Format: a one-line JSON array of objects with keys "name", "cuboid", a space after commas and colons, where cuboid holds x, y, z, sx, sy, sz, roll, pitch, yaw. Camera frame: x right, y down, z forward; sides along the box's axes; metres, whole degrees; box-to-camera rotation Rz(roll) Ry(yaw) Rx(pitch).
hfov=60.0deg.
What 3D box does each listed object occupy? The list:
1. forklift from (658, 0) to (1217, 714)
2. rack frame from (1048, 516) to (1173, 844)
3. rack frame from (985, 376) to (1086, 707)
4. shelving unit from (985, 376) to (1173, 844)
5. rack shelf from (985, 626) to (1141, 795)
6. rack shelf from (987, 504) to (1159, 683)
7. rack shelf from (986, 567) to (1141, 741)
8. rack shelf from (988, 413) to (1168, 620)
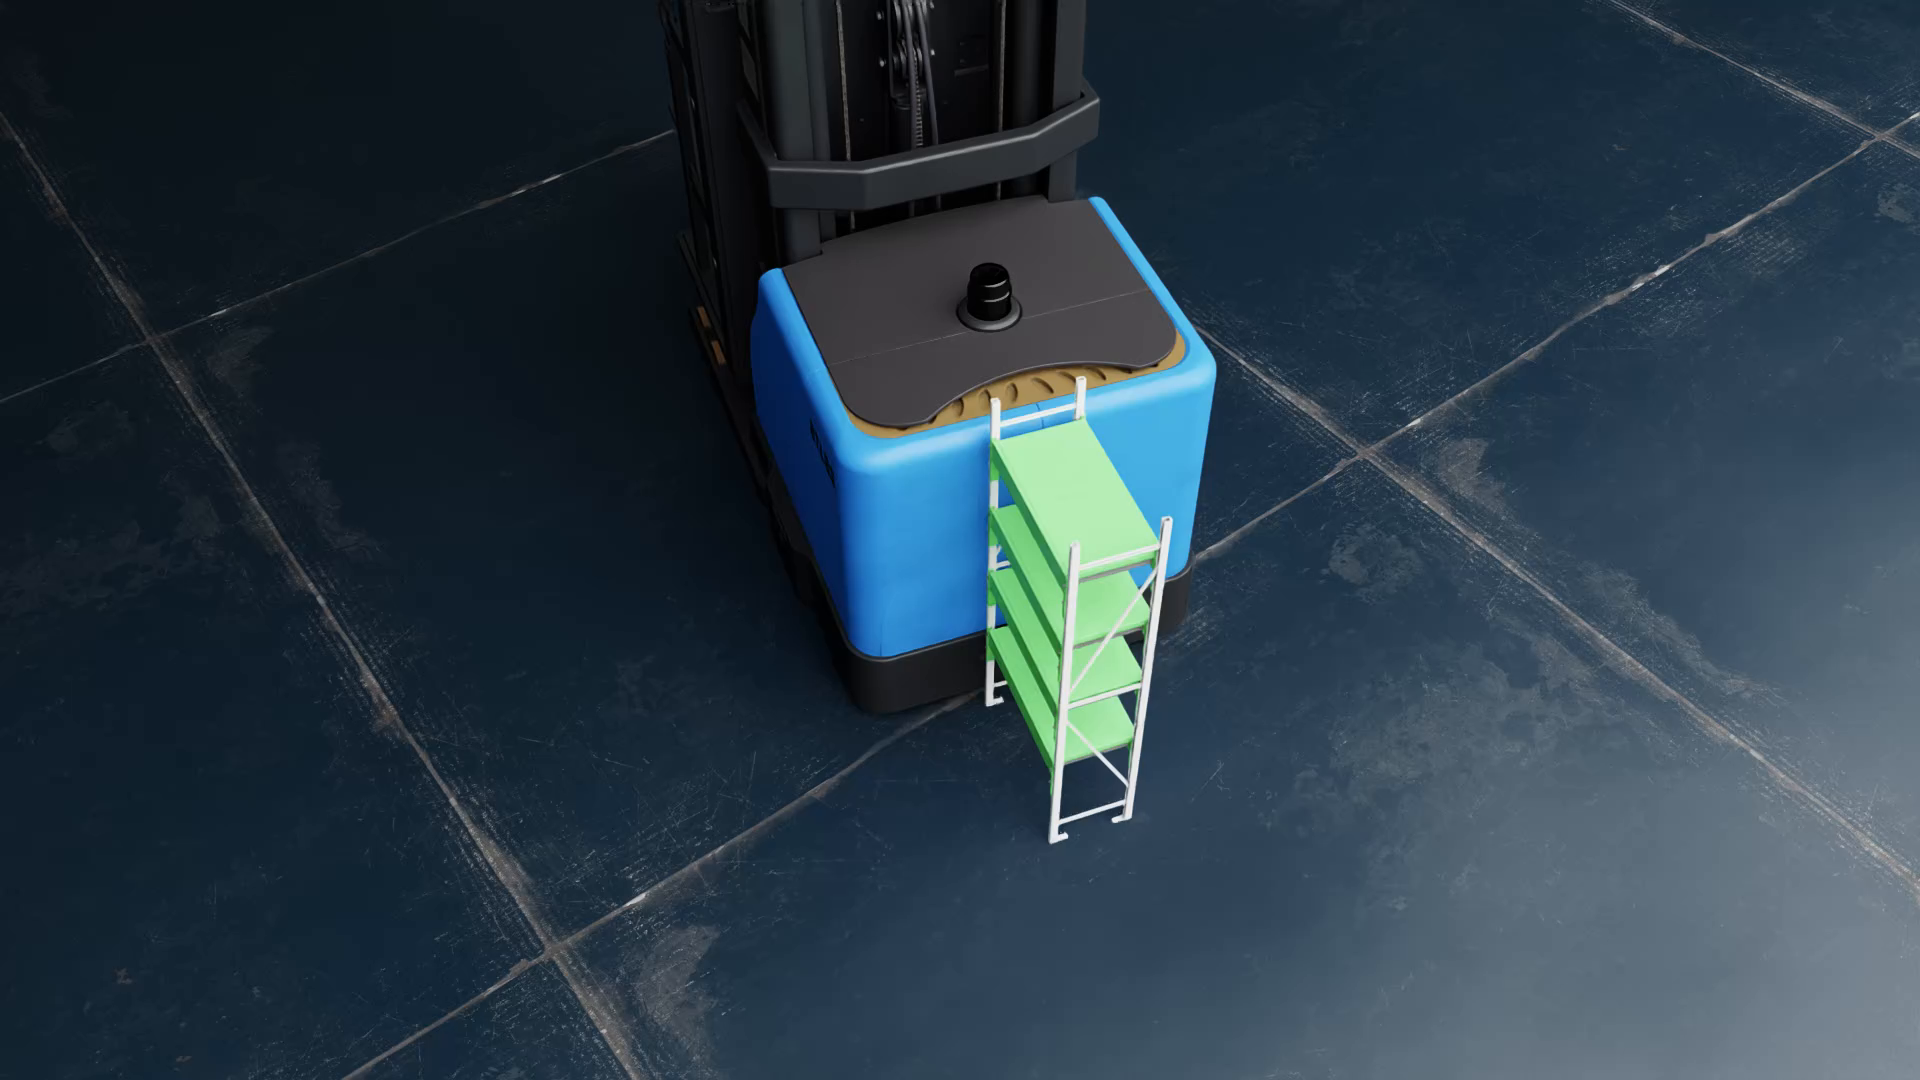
[{"name": "forklift", "cuboid": [-0.307, -1.609, 4.730, 1.130, 2.935, 3.031, -15, 50, -13]}, {"name": "rack frame", "cuboid": [0.354, 0.385, 4.091, 0.240, 1.200, 0.015, -15, 50, -13]}, {"name": "rack frame", "cuboid": [0.187, 0.045, 4.399, 0.240, 1.200, 0.015, -15, 50, -13]}, {"name": "shelving unit", "cuboid": [0.271, 0.215, 4.245, 0.258, 1.200, 0.503, -15, 50, -13]}, {"name": "rack shelf", "cuboid": [0.271, 0.419, 4.470, 0.258, 0.148, 0.480, -15, 50, -13]}, {"name": "rack shelf", "cuboid": [0.271, 0.097, 4.115, 0.258, 0.148, 0.480, -15, 50, -13]}, {"name": "rack shelf", "cuboid": [0.271, 0.258, 4.292, 0.258, 0.148, 0.480, -15, 50, -13]}, {"name": "rack shelf", "cuboid": [0.271, -0.064, 3.937, 0.258, 0.148, 0.480, -15, 50, -13]}]
